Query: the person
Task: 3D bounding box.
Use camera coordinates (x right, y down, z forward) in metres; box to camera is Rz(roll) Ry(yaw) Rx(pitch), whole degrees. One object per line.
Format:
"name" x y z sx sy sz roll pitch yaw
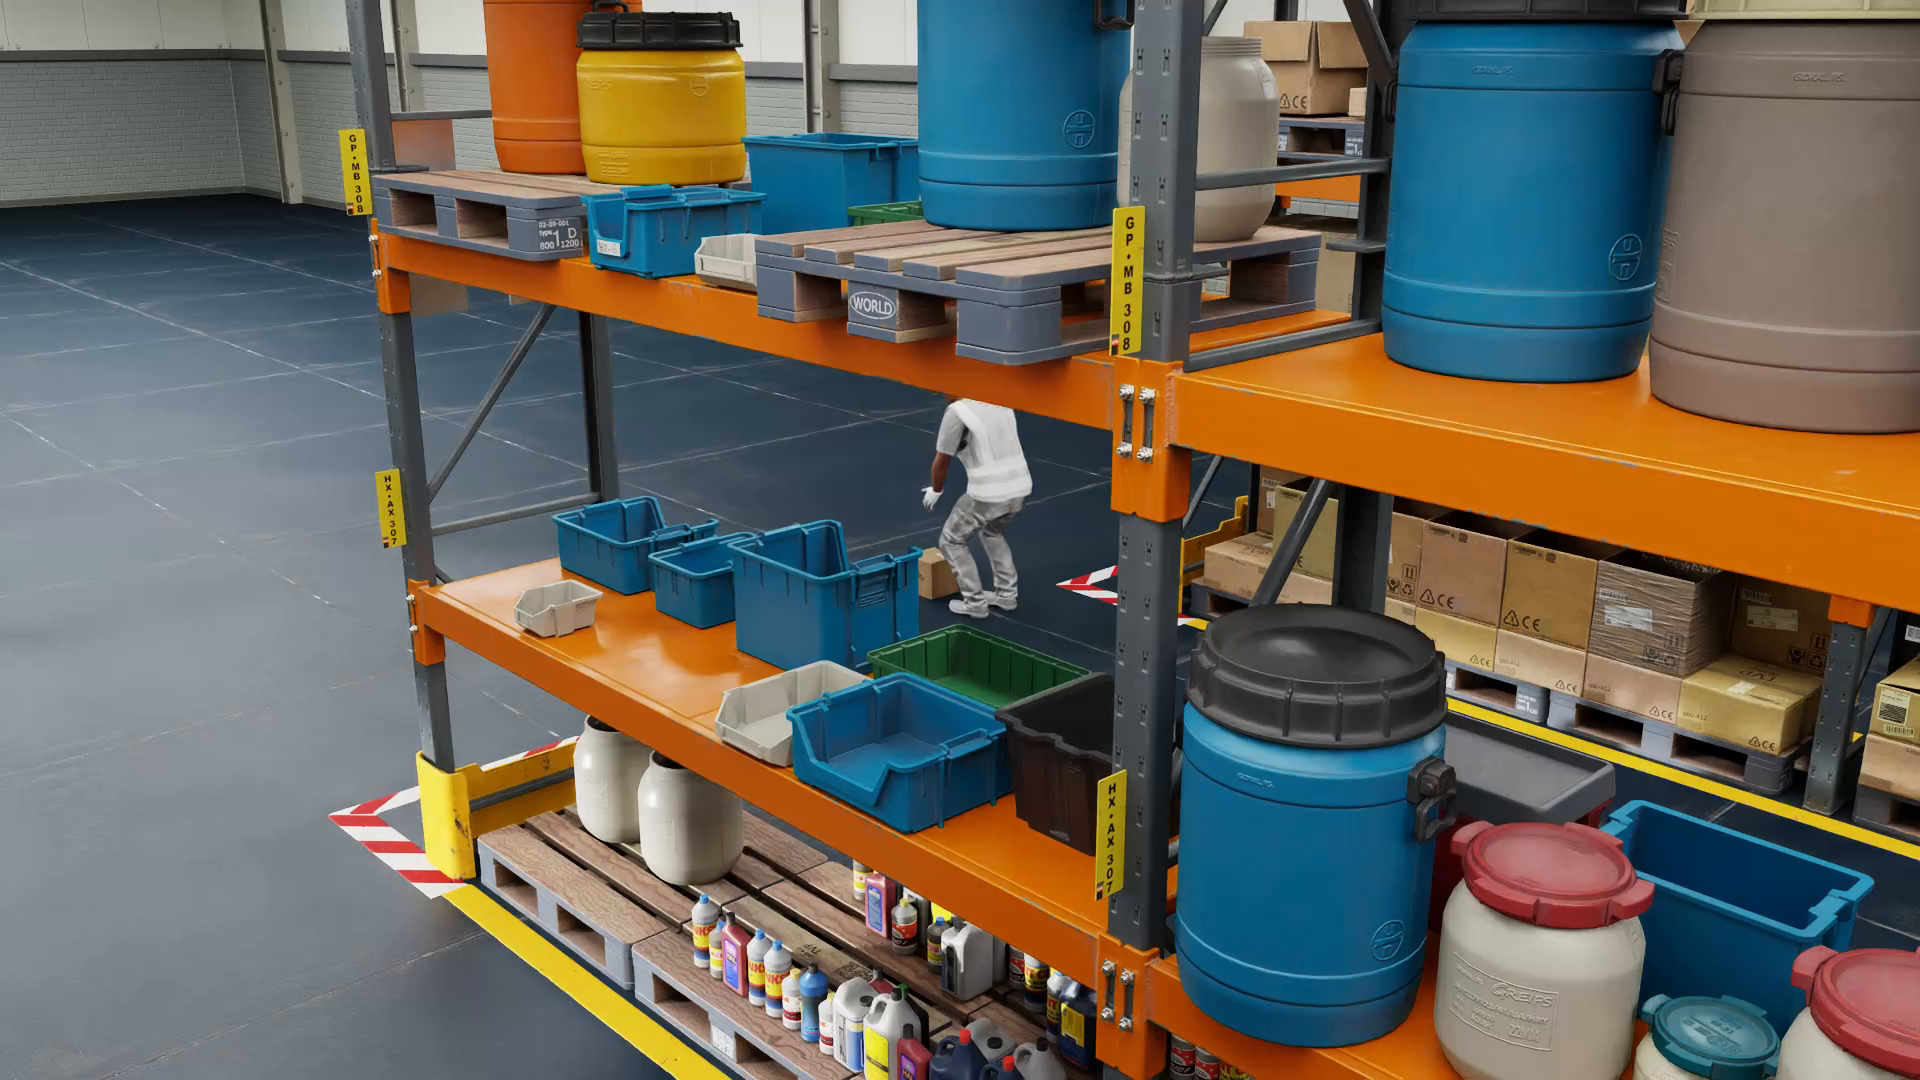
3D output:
"person" 0.104 -0.311 10.374 0.599 1.578 0.652 -15 23 -40
